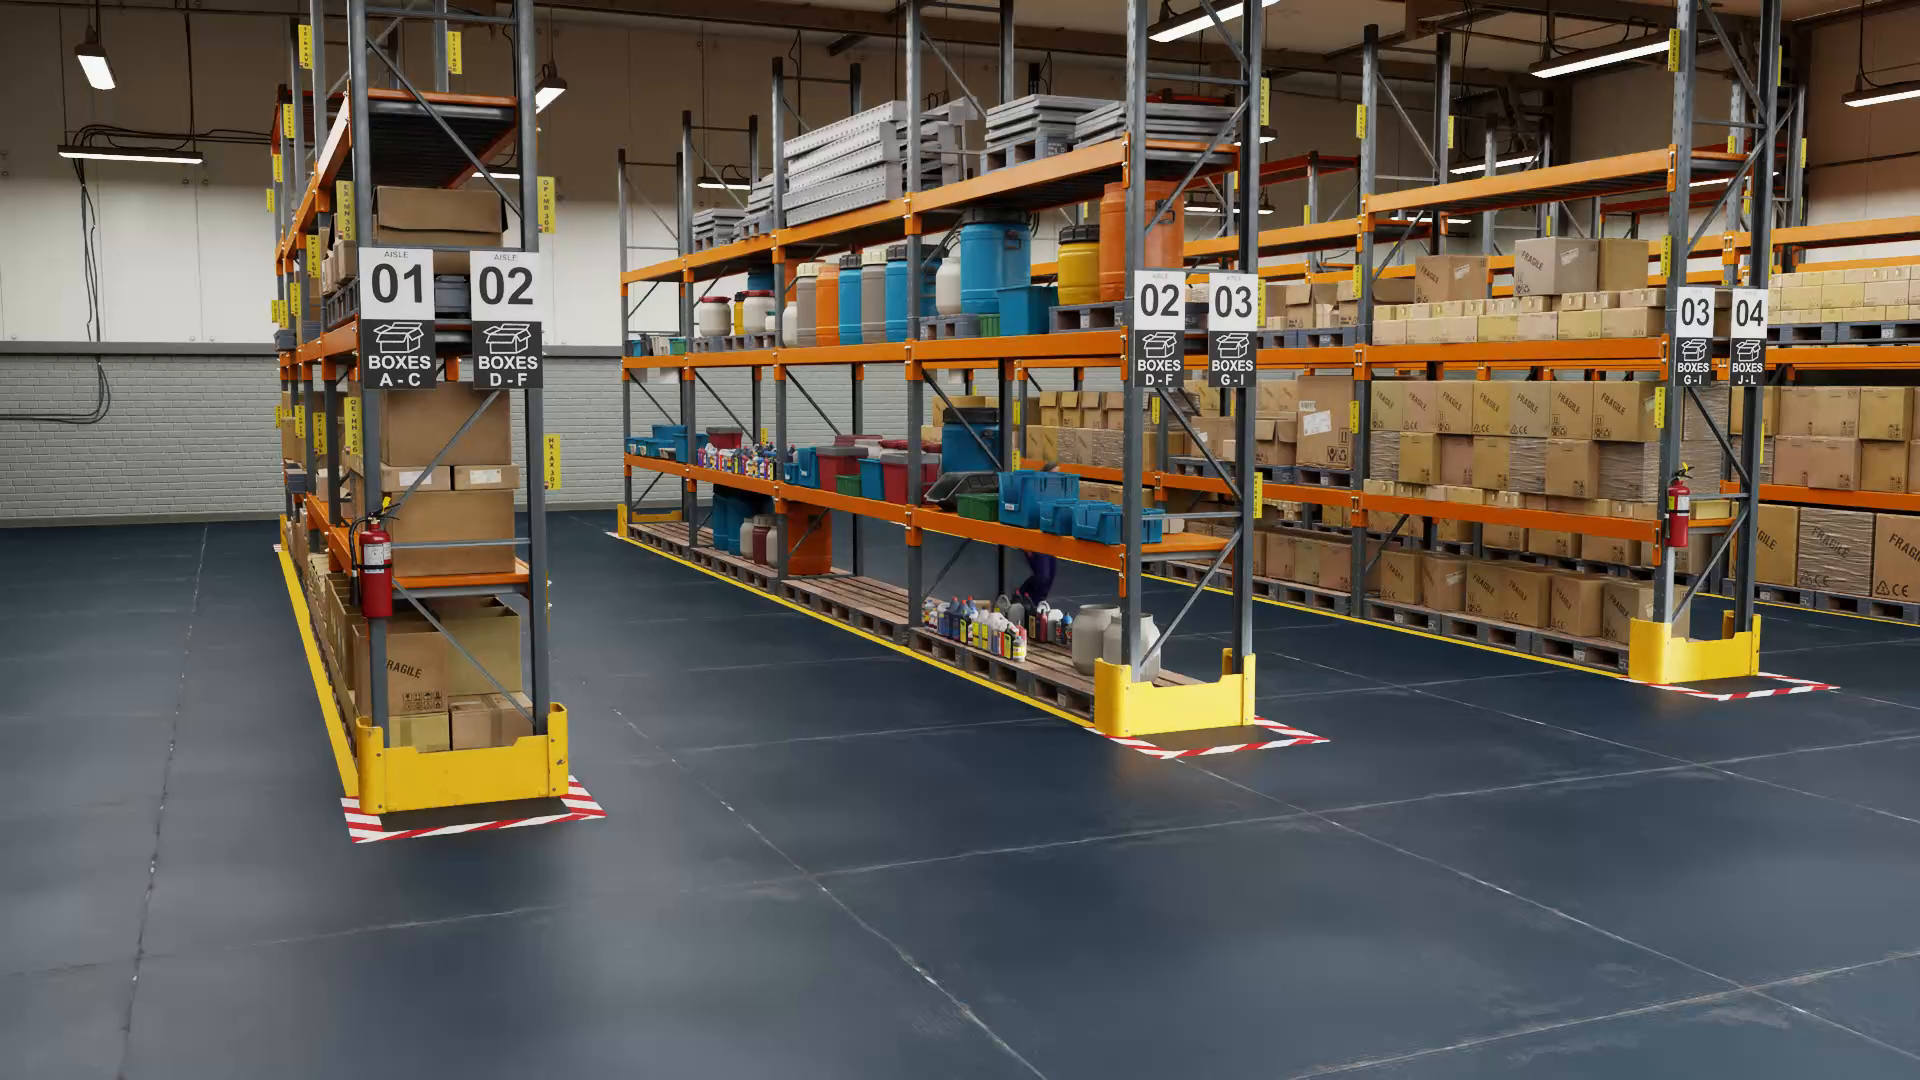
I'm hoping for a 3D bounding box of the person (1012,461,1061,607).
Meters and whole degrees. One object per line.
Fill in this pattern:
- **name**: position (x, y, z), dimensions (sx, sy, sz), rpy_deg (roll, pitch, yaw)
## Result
- **person**: position (0.767, 0.023, 16.654), dimensions (0.518, 1.629, 0.512), rpy_deg (3, 6, 29)
